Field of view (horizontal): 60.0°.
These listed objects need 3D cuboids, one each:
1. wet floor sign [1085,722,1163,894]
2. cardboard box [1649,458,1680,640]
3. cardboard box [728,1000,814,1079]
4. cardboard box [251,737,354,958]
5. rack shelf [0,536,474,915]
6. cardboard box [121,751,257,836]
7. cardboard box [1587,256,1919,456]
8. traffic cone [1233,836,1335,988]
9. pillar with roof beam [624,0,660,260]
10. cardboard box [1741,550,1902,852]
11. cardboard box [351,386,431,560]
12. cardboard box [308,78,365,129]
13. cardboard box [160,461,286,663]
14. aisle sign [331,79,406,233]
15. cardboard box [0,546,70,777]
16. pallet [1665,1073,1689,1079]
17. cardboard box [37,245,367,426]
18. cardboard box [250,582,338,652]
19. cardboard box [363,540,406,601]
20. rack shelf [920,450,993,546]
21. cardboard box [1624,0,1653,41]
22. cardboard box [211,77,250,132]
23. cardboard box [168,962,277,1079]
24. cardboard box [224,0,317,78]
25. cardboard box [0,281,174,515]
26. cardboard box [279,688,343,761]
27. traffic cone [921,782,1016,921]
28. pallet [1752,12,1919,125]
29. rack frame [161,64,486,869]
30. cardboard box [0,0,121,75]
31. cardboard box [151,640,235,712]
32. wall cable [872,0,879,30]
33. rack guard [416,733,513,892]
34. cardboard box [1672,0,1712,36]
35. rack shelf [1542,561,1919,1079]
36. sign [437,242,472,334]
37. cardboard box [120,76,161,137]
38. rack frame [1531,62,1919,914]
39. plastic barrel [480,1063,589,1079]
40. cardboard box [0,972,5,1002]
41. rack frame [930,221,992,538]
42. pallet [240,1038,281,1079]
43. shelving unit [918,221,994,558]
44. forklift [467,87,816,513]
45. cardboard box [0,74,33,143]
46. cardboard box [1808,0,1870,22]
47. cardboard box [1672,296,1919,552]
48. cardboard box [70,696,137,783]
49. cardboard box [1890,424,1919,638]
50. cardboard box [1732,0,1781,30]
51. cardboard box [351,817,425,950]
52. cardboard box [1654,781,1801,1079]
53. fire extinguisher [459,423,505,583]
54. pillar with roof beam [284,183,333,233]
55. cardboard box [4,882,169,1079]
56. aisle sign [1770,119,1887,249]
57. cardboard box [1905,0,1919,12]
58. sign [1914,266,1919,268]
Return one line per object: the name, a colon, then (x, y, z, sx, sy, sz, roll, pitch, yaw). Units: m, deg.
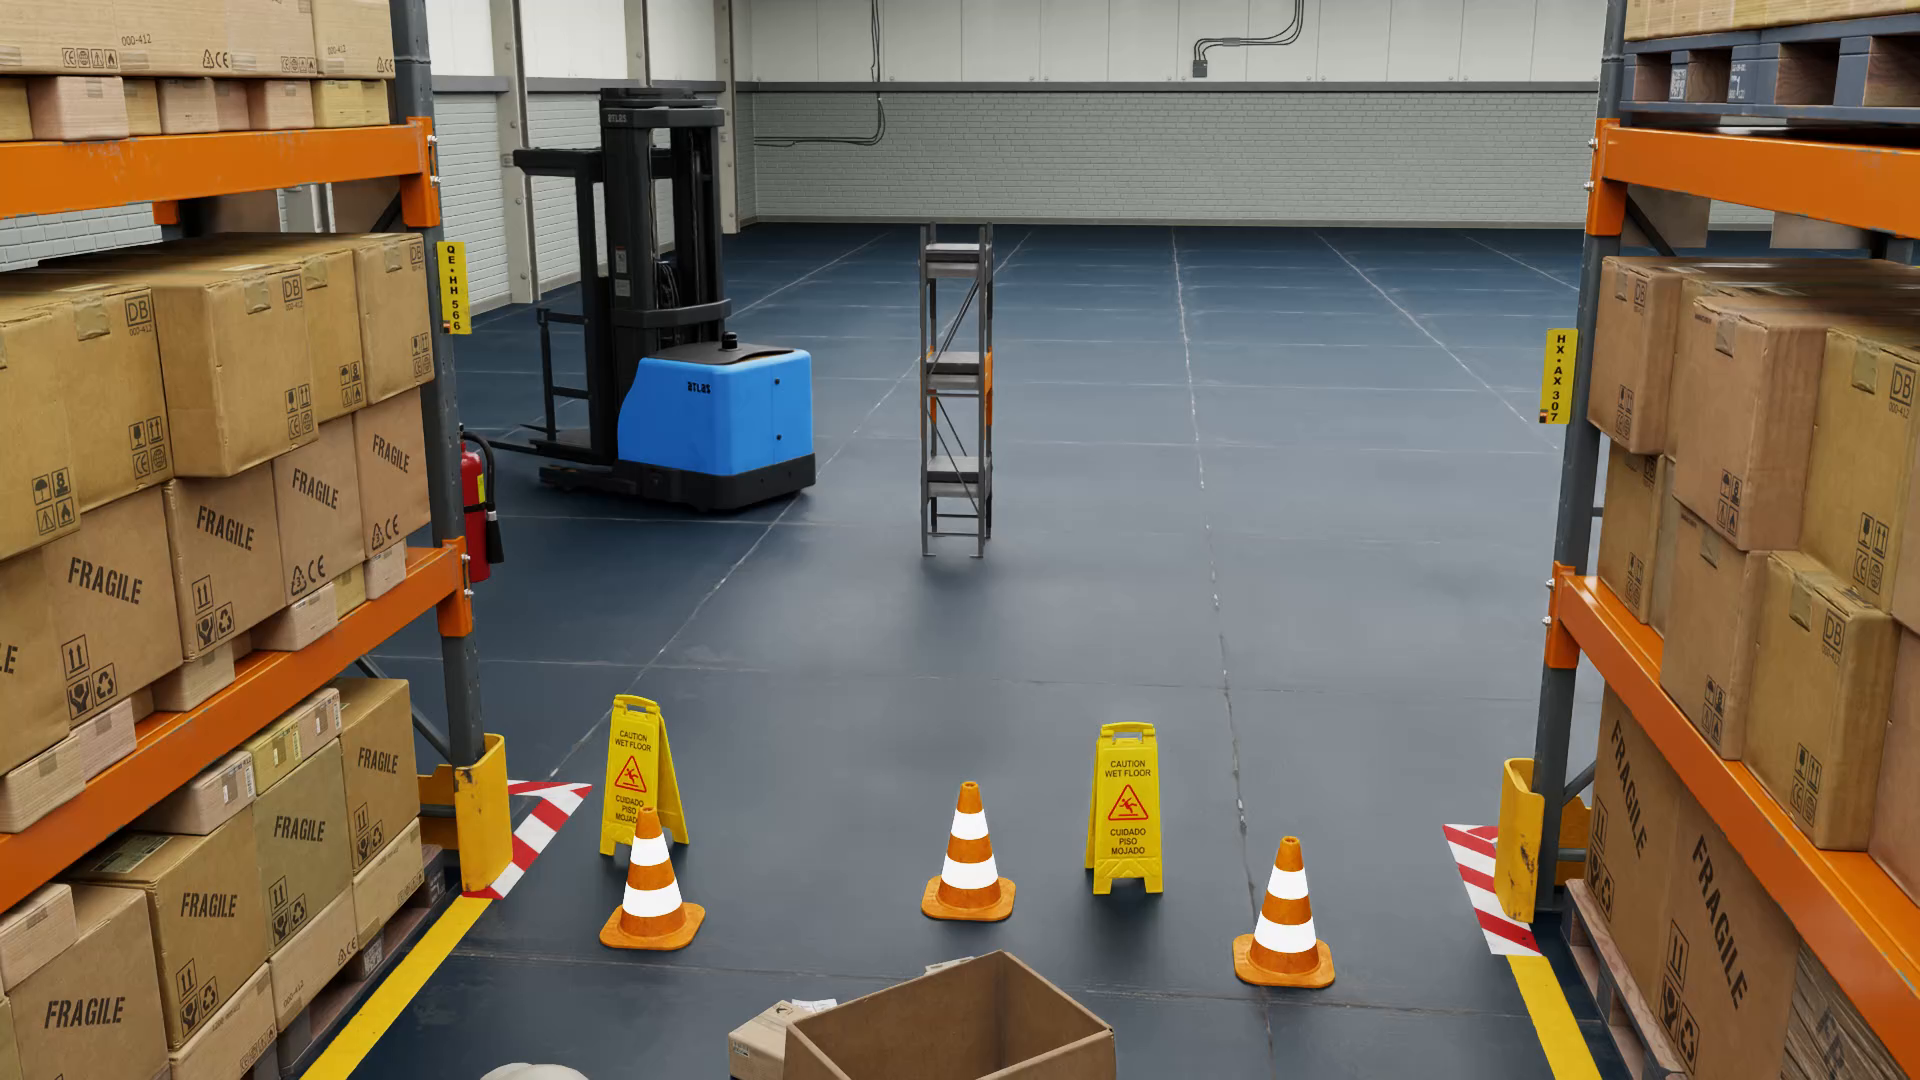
wet floor sign: (0.625, 0.988, 6.272, 0.267, 0.644, 0.232, -1, 15, -3)
cardboard box: (2.552, 0.086, 4.811, 0.875, 0.550, 0.550, 2, 15, 6)
cardboard box: (-0.482, 1.573, 5.059, 0.380, 0.149, 0.250, 11, 19, 35)
cardboard box: (-2.228, 0.911, 5.072, 0.500, 0.500, 0.500, 2, 15, 8)
rack shelf: (-2.567, 0.664, 4.339, 1.077, 0.370, 4.000, 2, 15, 6)
cardboard box: (-2.210, 0.693, 4.635, 0.380, 0.149, 0.250, 2, 15, 9)
cardboard box: (2.509, -0.581, 5.209, 0.875, 0.550, 0.550, 2, 15, 6)
traffic cone: (1.118, 1.238, 5.698, 0.336, 0.463, 0.334, 2, 15, 6)
pillar with roof beam: (-1.262, -9.187, 27.899, 9.100, 9.000, 0.400, 2, 15, 6)
cardboard box: (2.345, 0.366, 3.775, 0.875, 0.550, 0.500, 2, 15, 6)
cardboard box: (-2.128, -0.245, 5.561, 0.500, 0.500, 0.500, 1, 15, 5)
cardboard box: (-2.099, -1.363, 5.190, 0.380, 0.149, 0.250, 2, 15, 7)
cardboard box: (-2.249, 0.014, 4.602, 0.500, 0.500, 0.500, 2, 15, 6)
aisle sign: (-2.046, -1.465, 5.852, 0.394, 0.787, 0.004, 2, 15, 6)
cardboard box: (-2.363, 0.277, 3.631, 0.500, 0.500, 0.500, 2, 15, 6)
pallet: (2.436, 1.789, 4.143, 1.003, 0.211, 1.213, 2, 15, 6)
cardboard box: (-2.246, -0.607, 4.983, 0.700, 0.500, 0.500, 2, 15, 7)
cardboard box: (-2.138, 0.225, 5.065, 0.380, 0.149, 0.250, 2, 15, 7)
cardboard box: (-2.089, 0.091, 5.559, 0.380, 0.149, 0.250, 2, 15, 6)
rack shelf: (-0.019, -0.282, 10.915, 0.431, 0.518, 0.480, 2, 15, 6)
cardboard box: (2.232, -1.581, 5.001, 0.380, 0.149, 0.250, 2, 15, 7)
cardboard box: (-2.257, -1.231, 4.703, 0.380, 0.149, 0.250, 2, 15, 7)
cardboard box: (-2.285, 1.410, 4.664, 0.500, 0.250, 0.500, 1, 15, 4)
cardboard box: (-2.202, -1.451, 4.751, 0.500, 0.250, 0.500, 1, 15, 5)
cardboard box: (-2.396, -0.346, 4.019, 0.700, 0.500, 0.500, 2, 15, 6)
cardboard box: (-2.147, 0.560, 5.129, 0.380, 0.149, 0.250, 2, 15, 8)
traffic cone: (0.034, 1.116, 6.147, 0.336, 0.463, 0.334, 2, 15, 6)
pallet: (2.380, -0.978, 3.455, 1.003, 0.211, 1.213, 2, 15, 6)
rack frame: (-2.341, -0.202, 6.163, 1.000, 3.000, 0.127, 2, 15, 6)
cardboard box: (-2.297, -1.185, 3.767, 0.500, 0.250, 0.500, 2, 15, 7)
cardboard box: (-2.245, 0.356, 4.580, 0.380, 0.149, 0.250, 2, 15, 6)
wall cable: (-0.528, -12.455, 36.256, 3.097, 2.526, 0.112, 2, 15, 6)
rack guard: (-2.349, 1.024, 6.417, 1.175, 0.500, 0.348, 2, 15, 6)
cardboard box: (2.175, -1.450, 4.516, 0.380, 0.149, 0.250, 2, 15, 6)
rack shelf: (2.363, 0.783, 3.897, 1.077, 0.370, 4.000, 2, 15, 6)
sign: (-1.792, -0.892, 5.891, 0.100, 0.325, 0.005, 2, 15, 6)
cardboard box: (-2.276, -1.097, 4.207, 0.380, 0.149, 0.250, 1, 15, 5)
rack frame: (2.589, -0.083, 5.721, 1.000, 3.000, 0.127, 2, 15, 6)
plastic barrel: (-1.070, 1.622, 4.354, 0.421, 0.421, 0.512, -14, 20, -42)
cardboard box: (-2.328, 0.976, 3.591, 0.380, 0.149, 0.250, 2, 15, 8)
rack frame: (0.009, -1.034, 10.963, 0.400, 2.100, 0.015, 2, 15, 6)
pallet: (-2.616, 1.689, 4.512, 1.003, 0.211, 1.213, 2, 15, 6)
shelving unit: (-0.019, -0.971, 10.729, 0.431, 2.100, 0.503, 2, 15, 6)
forklift: (-2.583, -1.884, 12.516, 3.031, 2.935, 1.130, 10, 18, 33)
cardboard box: (-2.338, -0.966, 3.722, 0.380, 0.149, 0.250, 2, 15, 7)
cardboard box: (2.061, -1.188, 3.546, 0.380, 0.149, 0.250, 2, 15, 7)
cardboard box: (2.340, -0.295, 4.149, 0.875, 0.550, 0.550, 2, 15, 6)
cardboard box: (-2.284, 0.487, 4.097, 0.380, 0.149, 0.250, 2, 15, 6)
cardboard box: (2.357, -0.016, 3.117, 0.875, 0.550, 0.550, 2, 15, 6)
cardboard box: (2.118, -1.319, 4.032, 0.380, 0.149, 0.250, 2, 15, 6)
cardboard box: (-2.168, 1.146, 5.640, 0.500, 0.250, 0.500, 2, 15, 6)
cardboard box: (2.481, 1.146, 4.442, 0.875, 0.875, 0.875, 1, 15, 5)
fire extinguisher: (-1.870, -0.181, 6.233, 0.296, 0.674, 0.183, 2, 15, 6)
pillar with roof beam: (-2.616, -6.075, 16.389, 9.100, 9.000, 0.400, 2, 15, 6)
cardboard box: (-2.349, 1.179, 4.081, 0.500, 0.500, 0.500, 3, 15, 9)
aisle sign: (2.895, -1.347, 5.417, 0.394, 0.787, 0.004, 2, 15, 6)
cardboard box: (2.003, -1.057, 3.064, 0.380, 0.149, 0.250, 2, 15, 6)
sign: (3.126, -0.736, 5.467, 0.100, 0.325, 0.005, 2, 15, 6)
